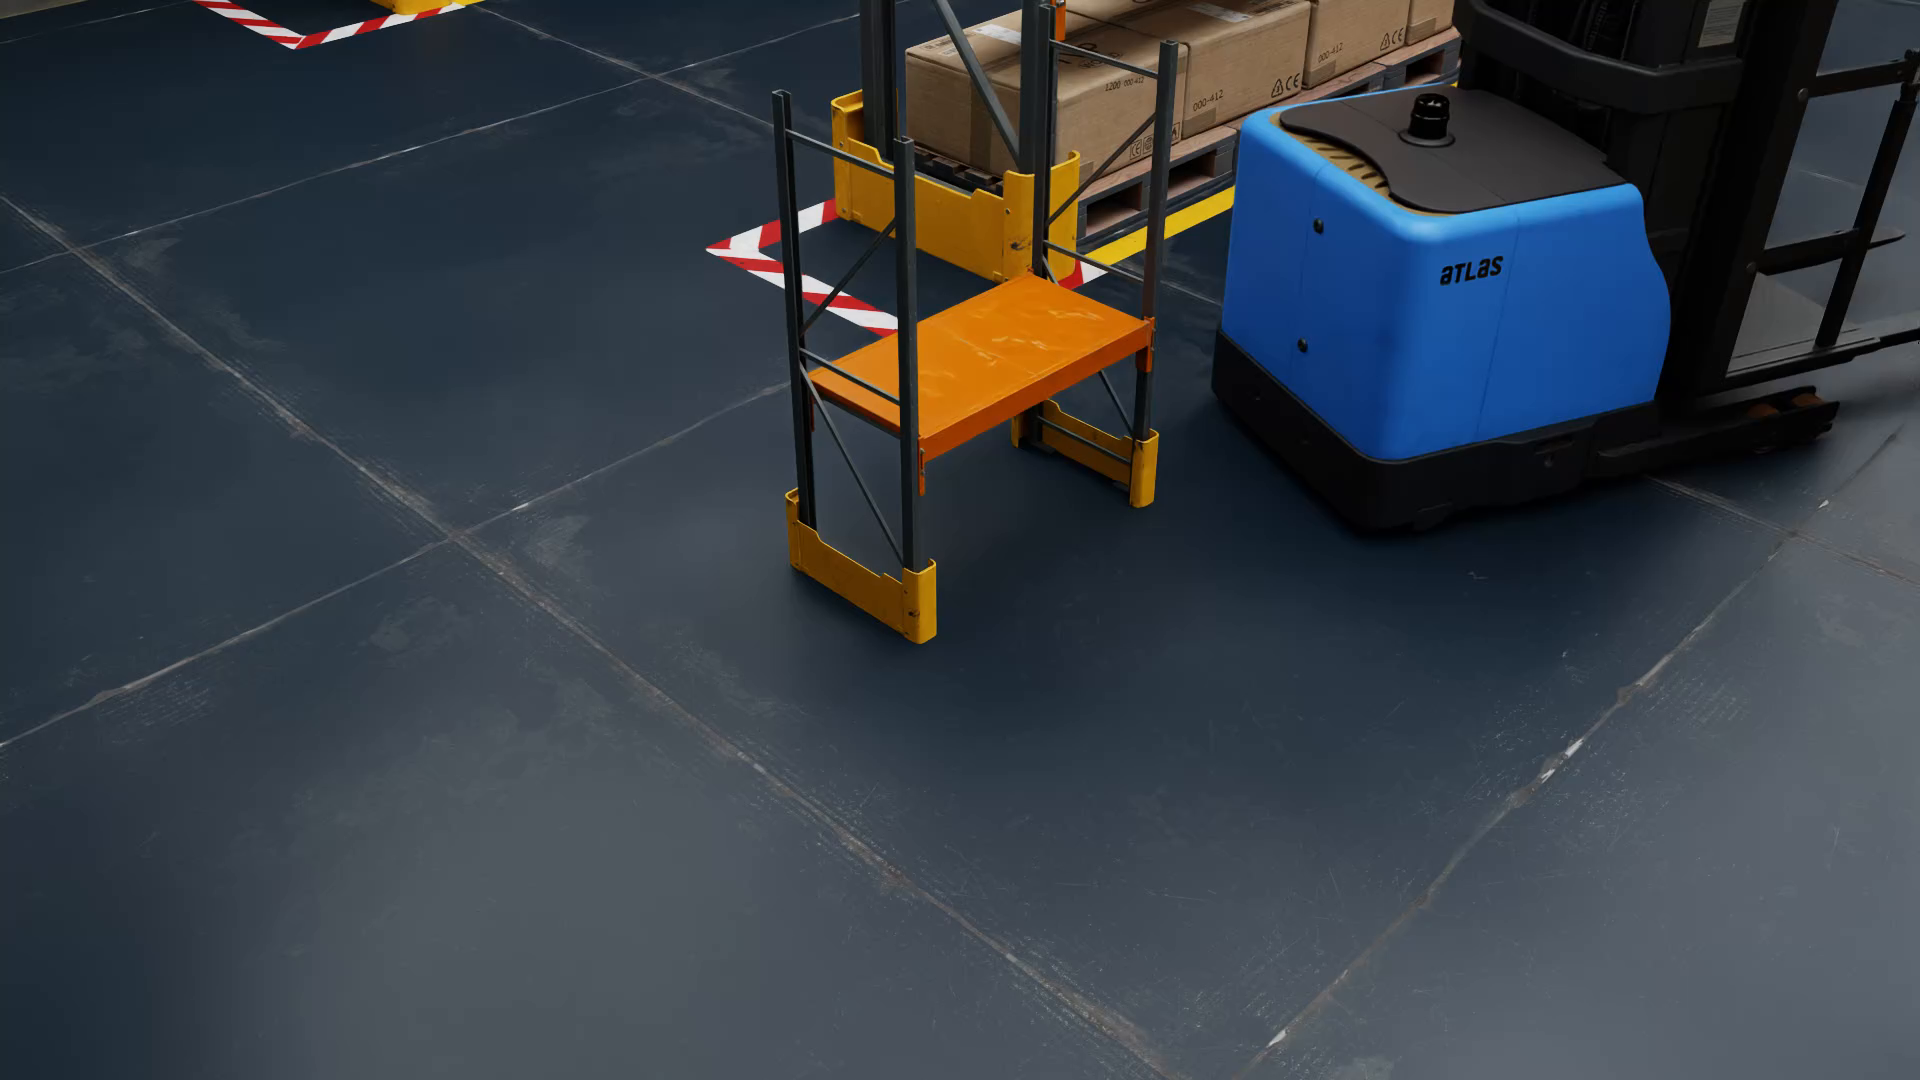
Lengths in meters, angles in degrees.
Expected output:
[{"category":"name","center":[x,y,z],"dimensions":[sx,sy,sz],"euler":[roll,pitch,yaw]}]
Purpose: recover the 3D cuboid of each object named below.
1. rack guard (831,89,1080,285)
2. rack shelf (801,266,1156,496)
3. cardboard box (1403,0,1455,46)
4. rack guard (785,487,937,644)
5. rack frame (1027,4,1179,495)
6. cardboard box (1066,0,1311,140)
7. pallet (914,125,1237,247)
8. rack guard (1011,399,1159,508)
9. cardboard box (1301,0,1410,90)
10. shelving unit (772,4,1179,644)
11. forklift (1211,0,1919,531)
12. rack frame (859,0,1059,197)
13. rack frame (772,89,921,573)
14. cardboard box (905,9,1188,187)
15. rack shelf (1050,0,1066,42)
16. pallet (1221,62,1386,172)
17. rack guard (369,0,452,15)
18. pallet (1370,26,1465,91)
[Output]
[{"category":"rack guard","center":[-0.036,-1.480,6.935],"dimensions":[1.175,0.500,0.348],"euler":[30,45,35]},{"category":"rack shelf","center":[0.060,-0.502,4.974],"dimensions":[0.538,0.185,1.000],"euler":[30,45,35]},{"category":"cardboard box","center":[2.280,-3.048,8.871],"dimensions":[0.875,0.438,0.875],"euler":[29,44,35]},{"category":"rack guard","center":[-0.297,0.069,4.933],"dimensions":[0.587,0.250,0.087],"euler":[30,45,35]},{"category":"rack frame","center":[0.418,-0.856,5.167],"dimensions":[0.500,1.500,0.032],"euler":[30,45,35]},{"category":"cardboard box","center":[1.013,-2.319,7.826],"dimensions":[0.875,0.438,0.875],"euler":[-29,44,-34]},{"category":"pallet","center":[0.488,-1.727,7.542],"dimensions":[1.003,0.211,1.213],"euler":[30,45,35]},{"category":"rack guard","center":[0.405,-0.336,5.513],"dimensions":[0.587,0.250,0.087],"euler":[30,45,35]},{"category":"cardboard box","center":[1.650,-2.685,8.350],"dimensions":[0.875,0.438,0.875],"euler":[28,44,34]},{"category":"shelving unit","center":[0.054,-0.646,4.865],"dimensions":[0.587,1.500,1.083],"euler":[30,45,35]},{"category":"forklift","center":[2.459,-1.764,5.217],"dimensions":[3.031,2.935,1.130],"euler":[-13,37,-18]},{"category":"rack frame","center":[-0.019,-2.515,6.234],"dimensions":[1.000,3.000,0.127],"euler":[30,45,35]},{"category":"rack frame","center":[-0.298,-0.443,4.575],"dimensions":[0.500,1.500,0.032],"euler":[30,45,35]},{"category":"cardboard box","center":[0.375,-1.944,7.288],"dimensions":[0.875,0.438,0.875],"euler":[28,44,34]},{"category":"rack shelf","center":[1.390,-3.032,7.604],"dimensions":[1.077,0.370,4.000],"euler":[30,45,35]},{"category":"pallet","center":[1.348,-2.220,8.249],"dimensions":[1.003,0.211,1.213],"euler":[30,45,35]},{"category":"rack guard","center":[-3.491,-3.519,9.859],"dimensions":[1.175,0.500,0.348],"euler":[30,45,35]},{"category":"pallet","center":[2.208,-2.718,8.962],"dimensions":[1.003,0.211,1.213],"euler":[30,45,35]}]
